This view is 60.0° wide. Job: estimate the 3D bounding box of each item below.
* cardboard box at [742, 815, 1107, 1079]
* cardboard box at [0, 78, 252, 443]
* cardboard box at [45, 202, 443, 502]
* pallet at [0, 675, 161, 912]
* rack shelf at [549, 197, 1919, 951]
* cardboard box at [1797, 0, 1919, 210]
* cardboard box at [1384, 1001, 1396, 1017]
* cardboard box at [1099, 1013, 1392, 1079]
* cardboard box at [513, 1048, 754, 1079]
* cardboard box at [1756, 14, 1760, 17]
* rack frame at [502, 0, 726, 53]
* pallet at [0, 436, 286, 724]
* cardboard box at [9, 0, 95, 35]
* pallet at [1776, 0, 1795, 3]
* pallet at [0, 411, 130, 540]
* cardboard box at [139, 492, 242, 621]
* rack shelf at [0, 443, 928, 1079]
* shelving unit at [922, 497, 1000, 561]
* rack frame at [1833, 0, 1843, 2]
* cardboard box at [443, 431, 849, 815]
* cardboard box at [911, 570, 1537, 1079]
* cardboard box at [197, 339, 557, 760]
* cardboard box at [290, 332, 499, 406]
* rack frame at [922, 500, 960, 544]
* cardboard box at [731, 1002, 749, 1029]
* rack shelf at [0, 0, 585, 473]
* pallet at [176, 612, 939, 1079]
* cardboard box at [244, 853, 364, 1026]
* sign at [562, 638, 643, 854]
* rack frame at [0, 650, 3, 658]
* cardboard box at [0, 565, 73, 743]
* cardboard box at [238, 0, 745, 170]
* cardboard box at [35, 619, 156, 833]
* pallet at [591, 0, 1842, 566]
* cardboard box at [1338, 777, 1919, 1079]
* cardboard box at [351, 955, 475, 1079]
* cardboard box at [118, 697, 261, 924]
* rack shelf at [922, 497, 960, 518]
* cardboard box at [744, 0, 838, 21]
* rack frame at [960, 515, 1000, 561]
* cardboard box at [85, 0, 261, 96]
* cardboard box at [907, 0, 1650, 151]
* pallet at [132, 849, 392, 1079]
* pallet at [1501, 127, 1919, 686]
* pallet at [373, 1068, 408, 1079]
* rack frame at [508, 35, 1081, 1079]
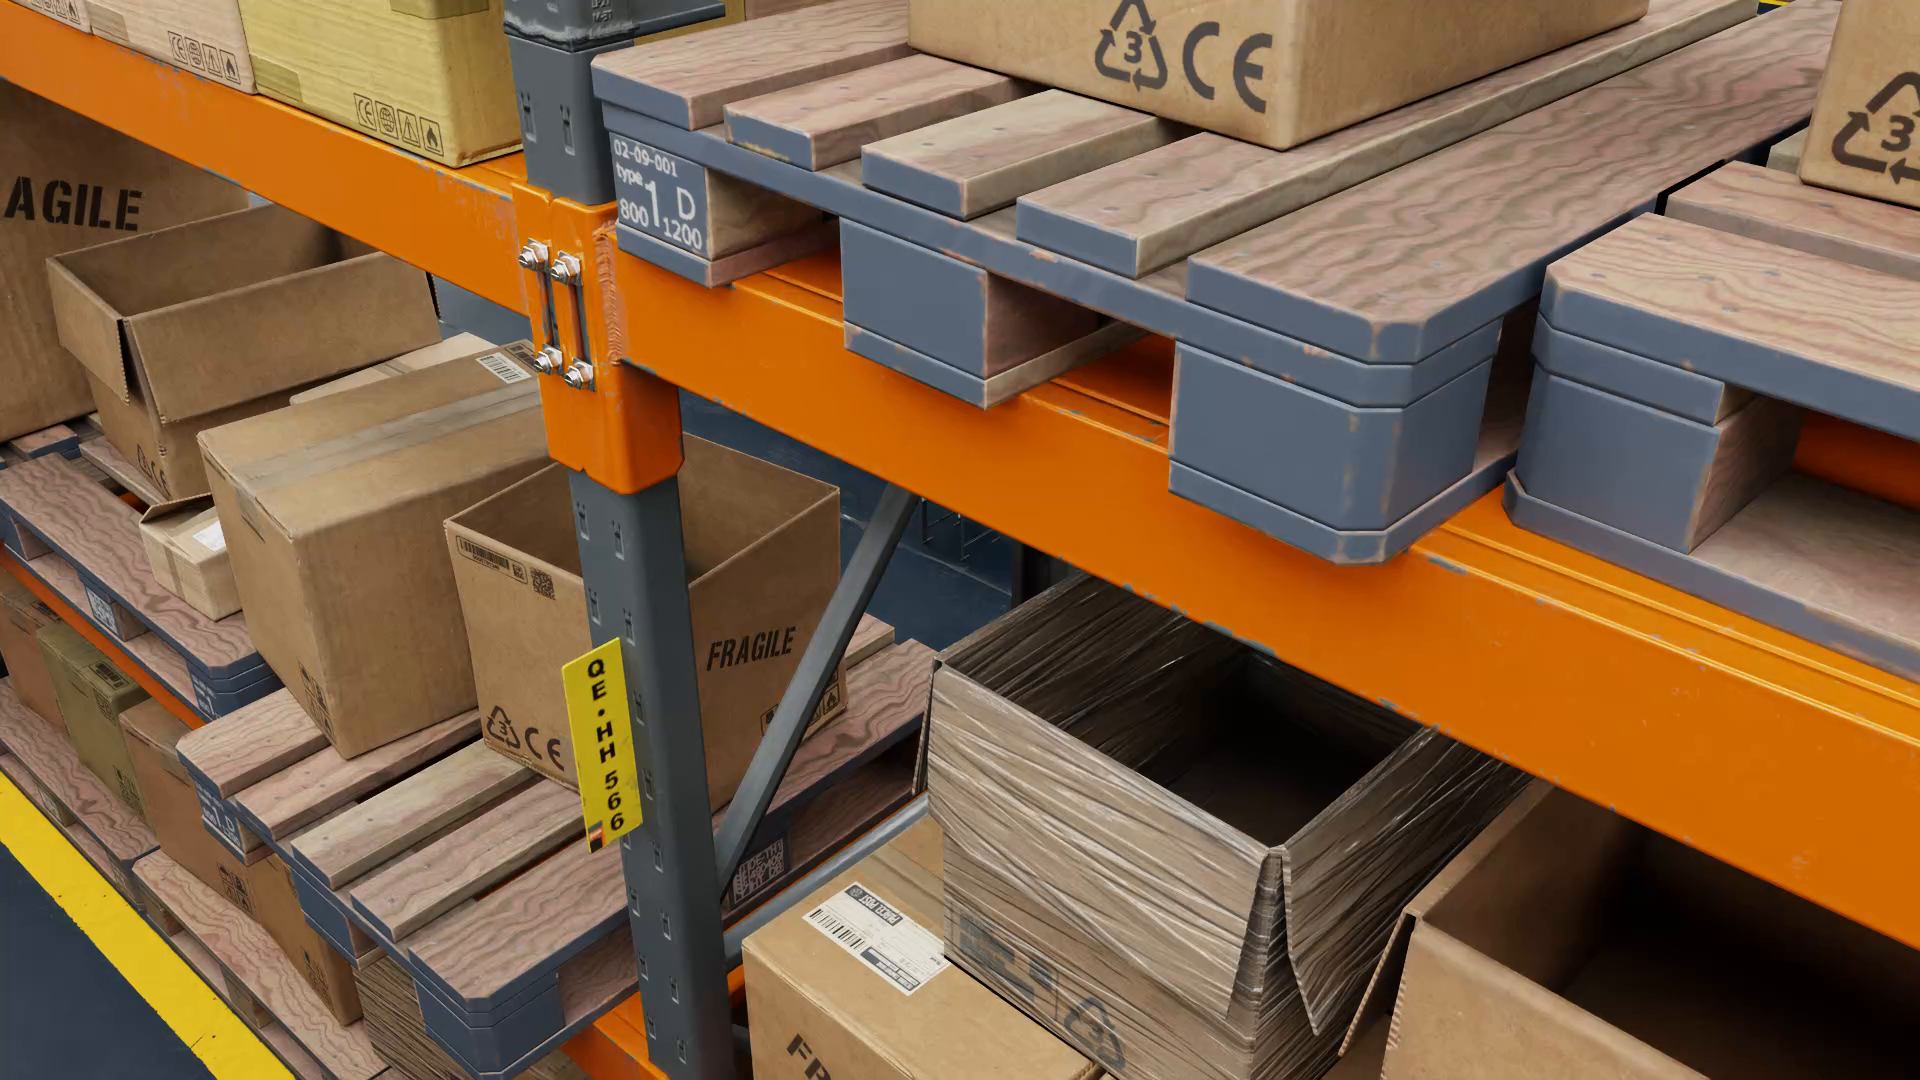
[{"bbox_3d":[0.042,0.770,2.466,0.500,0.500,0.500,26,40,36],"label":"cardboard box"},{"bbox_3d":[-2.606,-0.952,4.435,1.000,1.000,1.000,25,39,35],"label":"cardboard box"},{"bbox_3d":[-1.754,-0.504,4.171,0.797,0.503,0.637,-25,39,-35],"label":"cardboard box"},{"bbox_3d":[-2.523,0.619,5.516,1.213,0.211,1.003,25,39,35],"label":"pallet"},{"bbox_3d":[1.347,0.256,1.206,4.000,0.370,1.077,25,39,35],"label":"rack shelf"},{"bbox_3d":[1.064,-0.519,1.291,0.500,0.500,0.500,-27,40,-37],"label":"cardboard box"},{"bbox_3d":[0.762,0.748,2.502,0.500,0.500,0.500,25,39,35],"label":"cardboard box"},{"bbox_3d":[0.426,0.947,2.171,0.500,0.500,0.500,24,38,34],"label":"cardboard box"},{"bbox_3d":[-0.646,1.198,3.848,0.500,0.500,0.700,23,38,33],"label":"cardboard box"},{"bbox_3d":[5.170,-3.316,11.065,0.500,0.311,0.500,24,39,35],"label":"cardboard box"},{"bbox_3d":[-0.136,-2.030,1.397,0.127,3.000,1.000,25,39,35],"label":"rack frame"},{"bbox_3d":[-1.631,-0.047,4.106,1.213,0.211,1.003,25,39,35],"label":"pallet"},{"bbox_3d":[-1.400,-1.093,2.894,0.500,0.250,0.500,26,40,36],"label":"cardboard box"},{"bbox_3d":[7.448,-5.063,14.955,1.213,0.211,1.003,25,39,35],"label":"pallet"},{"bbox_3d":[-2.632,-0.442,4.761,1.213,0.211,1.003,25,39,35],"label":"pallet"},{"bbox_3d":[-1.553,-0.056,3.658,0.258,0.266,0.396,24,38,34],"label":"cardboard box"},{"bbox_3d":[-1.618,0.156,4.279,4.000,0.370,1.077,25,39,35],"label":"rack shelf"},{"bbox_3d":[0.006,-0.383,6.513,0.210,0.900,0.258,25,39,35],"label":"shelving unit"},{"bbox_3d":[3.188,-1.354,6.090,0.127,3.000,1.000,25,39,35],"label":"rack frame"},{"bbox_3d":[-0.563,0.146,3.095,0.500,0.500,0.500,20,36,29],"label":"cardboard box"},{"bbox_3d":[0.396,0.327,2.229,0.637,0.503,0.797,27,40,37],"label":"cardboard box"},{"bbox_3d":[-1.044,-0.009,3.353,0.700,0.500,0.500,-23,38,-33],"label":"cardboard box"},{"bbox_3d":[-1.224,-0.243,3.984,0.500,0.250,0.500,24,38,34],"label":"cardboard box"},{"bbox_3d":[-0.069,-0.418,6.572,0.006,0.900,0.240,25,39,35],"label":"rack frame"},{"bbox_3d":[-0.653,0.881,3.648,0.500,0.250,0.500,27,40,37],"label":"cardboard box"},{"bbox_3d":[-1.618,-1.129,3.506,4.000,0.370,1.077,25,39,35],"label":"rack shelf"},{"bbox_3d":[-0.735,0.417,3.336,1.003,0.211,1.213,25,39,35],"label":"pallet"},{"bbox_3d":[-1.491,0.818,4.480,0.700,0.500,0.500,-26,39,-36],"label":"cardboard box"},{"bbox_3d":[-0.493,0.289,2.316,0.005,0.325,0.100,25,39,35],"label":"sign"},{"bbox_3d":[-3.101,-0.844,5.244,0.127,3.000,1.000,25,39,35],"label":"rack frame"},{"bbox_3d":[-2.661,0.259,5.408,0.500,0.500,0.700,22,37,32],"label":"cardboard box"},{"bbox_3d":[-0.653,-0.751,2.327,0.500,0.250,0.500,25,39,35],"label":"cardboard box"},{"bbox_3d":[-2.320,0.431,5.122,0.500,0.500,0.700,25,39,35],"label":"cardboard box"},{"bbox_3d":[0.377,-0.461,1.883,1.003,0.211,1.213,27,40,37],"label":"pallet"},{"bbox_3d":[0.877,0.554,1.853,0.637,0.503,0.797,26,40,36],"label":"cardboard box"},{"bbox_3d":[-1.066,1.011,4.159,0.500,0.500,0.700,21,37,31],"label":"cardboard box"},{"bbox_3d":[-1.904,0.625,4.801,0.500,0.500,0.700,21,37,31],"label":"cardboard box"},{"bbox_3d":[0.006,-0.200,6.623,0.200,0.077,0.258,25,39,35],"label":"rack shelf"},{"bbox_3d":[-0.313,-0.941,2.641,0.500,0.250,0.500,26,40,36],"label":"cardboard box"},{"bbox_3d":[0.081,-0.348,6.455,0.006,0.900,0.240,25,39,35],"label":"rack frame"},{"bbox_3d":[-1.030,-0.918,2.603,0.500,0.250,0.500,25,39,35],"label":"cardboard box"},{"bbox_3d":[0.365,-0.785,1.731,0.797,0.503,0.637,-27,40,-37],"label":"cardboard box"},{"bbox_3d":[-1.614,1.042,4.815,1.213,0.211,1.003,25,39,35],"label":"pallet"},{"bbox_3d":[1.208,-0.075,1.242,1.213,0.211,1.003,27,40,37],"label":"pallet"},{"bbox_3d":[-0.714,1.464,4.114,1.213,0.211,1.003,25,39,35],"label":"pallet"},{"bbox_3d":[-0.136,0.540,2.944,0.127,3.000,1.000,25,39,35],"label":"rack frame"}]
